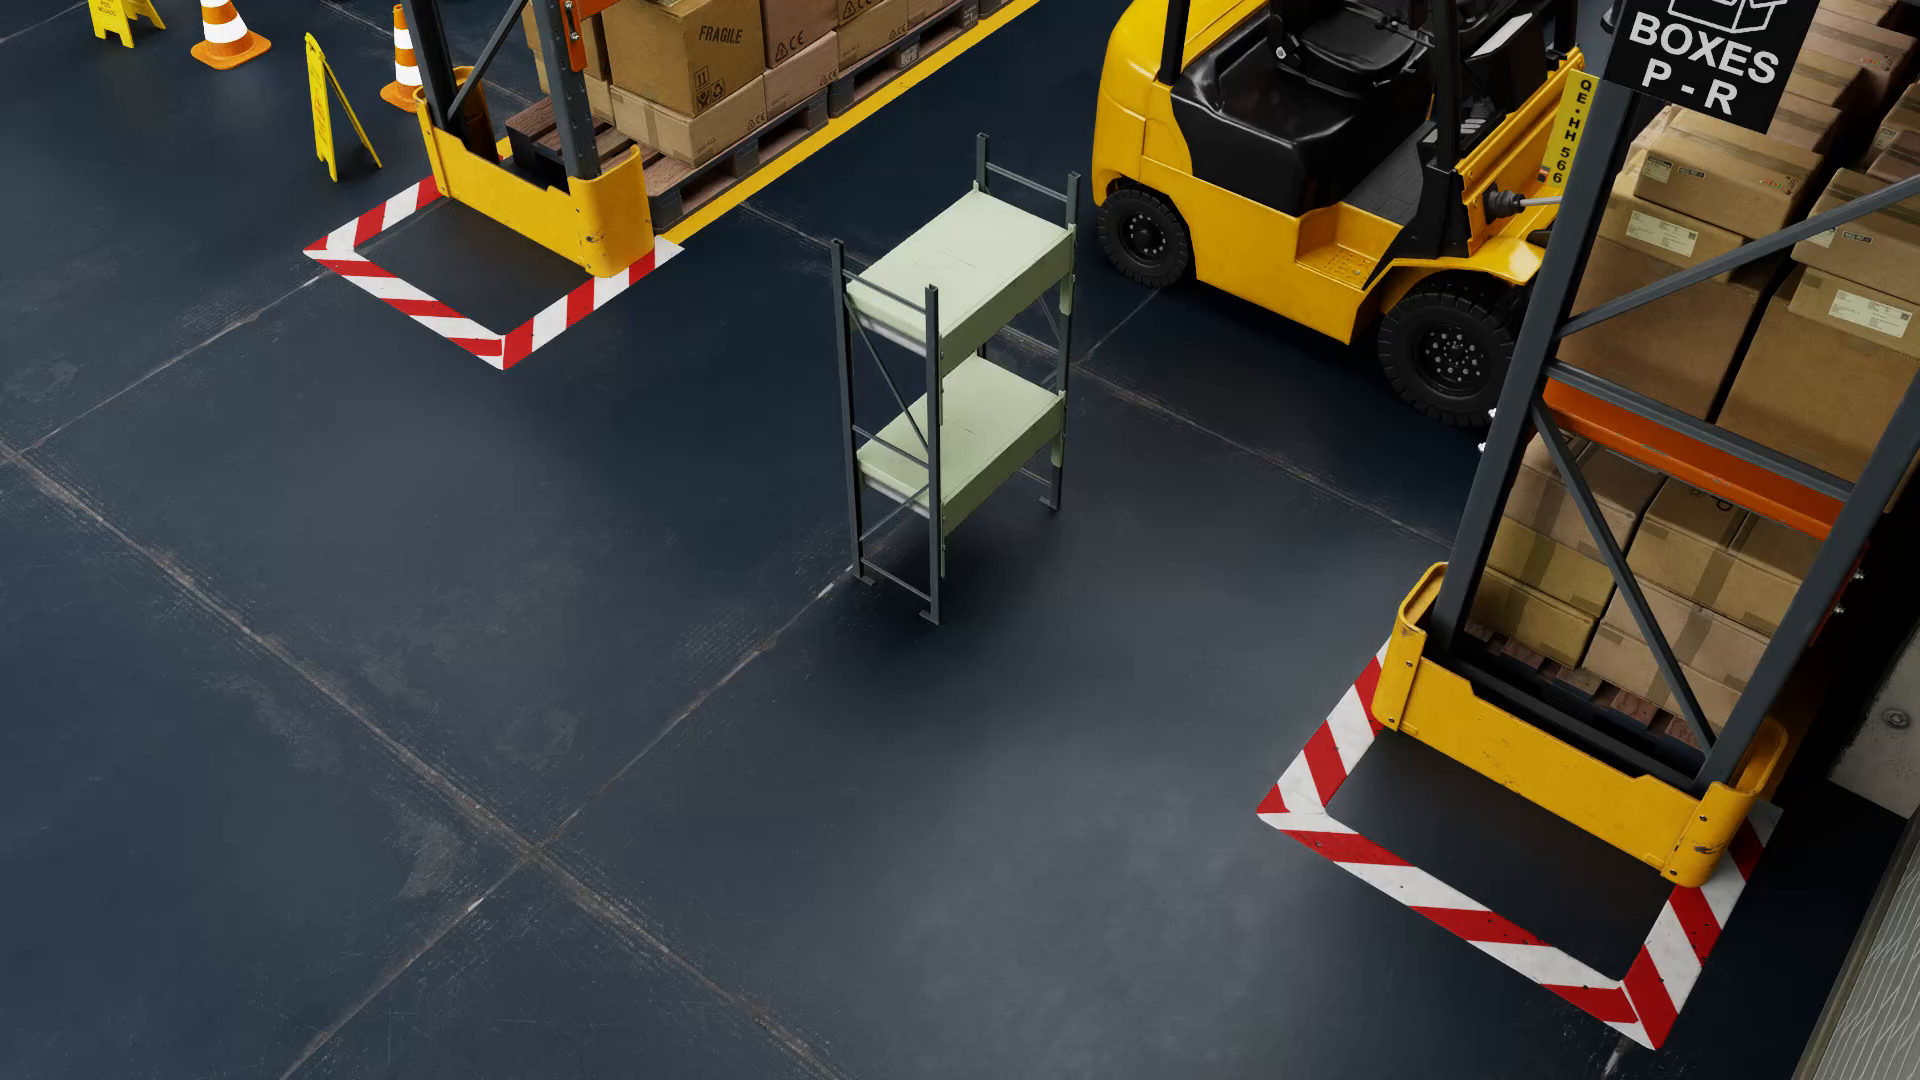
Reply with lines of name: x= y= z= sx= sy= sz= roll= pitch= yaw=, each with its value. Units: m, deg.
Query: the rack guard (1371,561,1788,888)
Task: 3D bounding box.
rack guard: x=1.949 y=0.580 z=5.350 sx=1.175 sy=0.500 sz=0.348 roll=29 pitch=53 yaw=25

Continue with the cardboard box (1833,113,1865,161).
cardboard box: x=2.454 y=-1.296 z=4.895 sx=0.380 sy=0.149 sz=0.250 roll=29 pitch=53 yaw=25

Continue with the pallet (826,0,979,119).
pallet: x=-0.649 y=-2.714 z=8.697 sx=1.003 sy=0.211 sz=1.213 roll=29 pitch=53 yaw=25

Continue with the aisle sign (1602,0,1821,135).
aisle sign: x=1.691 y=-1.287 z=3.608 sx=0.394 sy=0.787 sz=0.004 roll=29 pitch=53 yaw=25

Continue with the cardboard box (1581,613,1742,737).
cardboard box: x=2.418 y=0.313 z=5.488 sx=0.500 sy=0.250 sz=0.500 roll=29 pitch=53 yaw=25

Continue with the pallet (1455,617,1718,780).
pallet: x=2.398 y=0.210 z=5.903 sx=1.003 sy=0.211 sz=1.213 roll=29 pitch=53 yaw=25

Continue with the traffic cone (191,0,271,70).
traffic cone: x=-3.811 y=-2.726 z=8.534 sx=0.336 sy=0.463 sz=0.334 roll=29 pitch=53 yaw=25

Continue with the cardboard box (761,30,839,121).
cardboard box: x=-0.937 y=-2.313 z=7.996 sx=0.500 sy=0.250 sz=0.500 roll=31 pitch=54 yaw=26

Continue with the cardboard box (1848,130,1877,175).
cardboard box: x=2.637 y=-0.947 z=4.562 sx=0.380 sy=0.149 sz=0.250 roll=28 pitch=53 yaw=24

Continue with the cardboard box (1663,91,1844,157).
cardboard box: x=2.142 y=-1.111 z=4.514 sx=0.380 sy=0.149 sz=0.250 roll=29 pitch=53 yaw=25

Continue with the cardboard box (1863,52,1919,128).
cardboard box: x=2.694 y=-1.315 z=5.363 sx=0.500 sy=0.500 sz=0.500 roll=28 pitch=53 yaw=24

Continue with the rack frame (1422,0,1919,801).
rack frame: x=1.963 y=-0.297 z=4.459 sx=1.000 sy=3.000 sz=0.127 roll=29 pitch=53 yaw=25

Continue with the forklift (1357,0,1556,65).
forklift: x=2.382 y=-3.723 z=7.779 sx=1.130 sy=2.935 sz=3.031 roll=29 pitch=53 yaw=25

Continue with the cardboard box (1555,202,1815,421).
cardboard box: x=2.057 y=-0.729 z=4.803 sx=0.500 sy=0.500 sz=0.500 roll=28 pitch=52 yaw=24

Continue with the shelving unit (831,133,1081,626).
shelving unit: x=-0.004 y=-0.514 z=5.704 sx=0.431 sy=1.500 sz=0.755 roll=29 pitch=53 yaw=25

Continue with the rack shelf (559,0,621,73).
rack shelf: x=-0.744 y=-3.385 z=7.907 sx=1.077 sy=0.370 sz=4.000 roll=29 pitch=53 yaw=25

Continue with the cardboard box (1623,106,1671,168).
cardboard box: x=2.086 y=-1.037 z=4.649 sx=0.380 sy=0.149 sz=0.250 roll=30 pitch=53 yaw=26

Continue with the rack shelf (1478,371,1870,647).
rack shelf: x=3.186 y=-1.193 z=5.813 sx=1.077 sy=0.370 sz=4.000 roll=29 pitch=53 yaw=25

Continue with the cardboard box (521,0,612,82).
cardboard box: x=-1.683 y=-2.517 z=7.673 sx=0.500 sy=0.500 sz=0.500 roll=30 pitch=53 yaw=25

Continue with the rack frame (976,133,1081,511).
rack frame: x=0.220 y=-0.724 z=5.904 sx=0.400 sy=1.500 sz=0.023 roll=29 pitch=53 yaw=25

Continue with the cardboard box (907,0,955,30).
cardboard box: x=-0.302 y=-2.918 z=8.575 sx=0.500 sy=0.250 sz=0.500 roll=30 pitch=53 yaw=26

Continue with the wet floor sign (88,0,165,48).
wet floor sign: x=-4.396 y=-2.915 z=8.588 sx=0.267 sy=0.644 sz=0.232 roll=21 pitch=50 yaw=19

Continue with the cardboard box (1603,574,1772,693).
cardboard box: x=2.415 y=0.158 z=5.290 sx=0.500 sy=0.250 sz=0.500 roll=30 pitch=53 yaw=26

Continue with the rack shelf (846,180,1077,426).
rack shelf: x=-0.004 y=-0.784 z=5.422 sx=0.431 sy=0.370 sz=0.720 roll=29 pitch=53 yaw=25

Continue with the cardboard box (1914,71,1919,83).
cardboard box: x=2.979 y=-1.345 z=4.737 sx=0.380 sy=0.149 sz=0.250 roll=31 pitch=54 yaw=26

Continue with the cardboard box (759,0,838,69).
cardboard box: x=-0.924 y=-2.598 z=7.750 sx=0.500 sy=0.500 sz=0.500 roll=27 pitch=52 yaw=24

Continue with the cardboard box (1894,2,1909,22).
cardboard box: x=2.717 y=-1.731 z=5.106 sx=0.380 sy=0.149 sz=0.250 roll=30 pitch=53 yaw=26

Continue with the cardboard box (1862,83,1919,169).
cardboard box: x=2.675 y=-1.048 z=4.454 sx=0.380 sy=0.149 sz=0.250 roll=30 pitch=53 yaw=26

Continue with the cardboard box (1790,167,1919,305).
cardboard box: x=2.338 y=-0.756 z=4.175 sx=0.380 sy=0.149 sz=0.250 roll=28 pitch=53 yaw=24

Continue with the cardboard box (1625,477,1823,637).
cardboard box: x=2.407 y=-0.029 z=5.123 sx=0.500 sy=0.250 sz=0.500 roll=28 pitch=53 yaw=24

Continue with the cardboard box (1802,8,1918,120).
cardboard box: x=2.492 y=-1.383 z=4.773 sx=0.380 sy=0.149 sz=0.250 roll=30 pitch=53 yaw=25

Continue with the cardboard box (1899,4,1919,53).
cardboard box: x=2.943 y=-1.726 z=5.306 sx=0.380 sy=0.149 sz=0.250 roll=29 pitch=53 yaw=25
